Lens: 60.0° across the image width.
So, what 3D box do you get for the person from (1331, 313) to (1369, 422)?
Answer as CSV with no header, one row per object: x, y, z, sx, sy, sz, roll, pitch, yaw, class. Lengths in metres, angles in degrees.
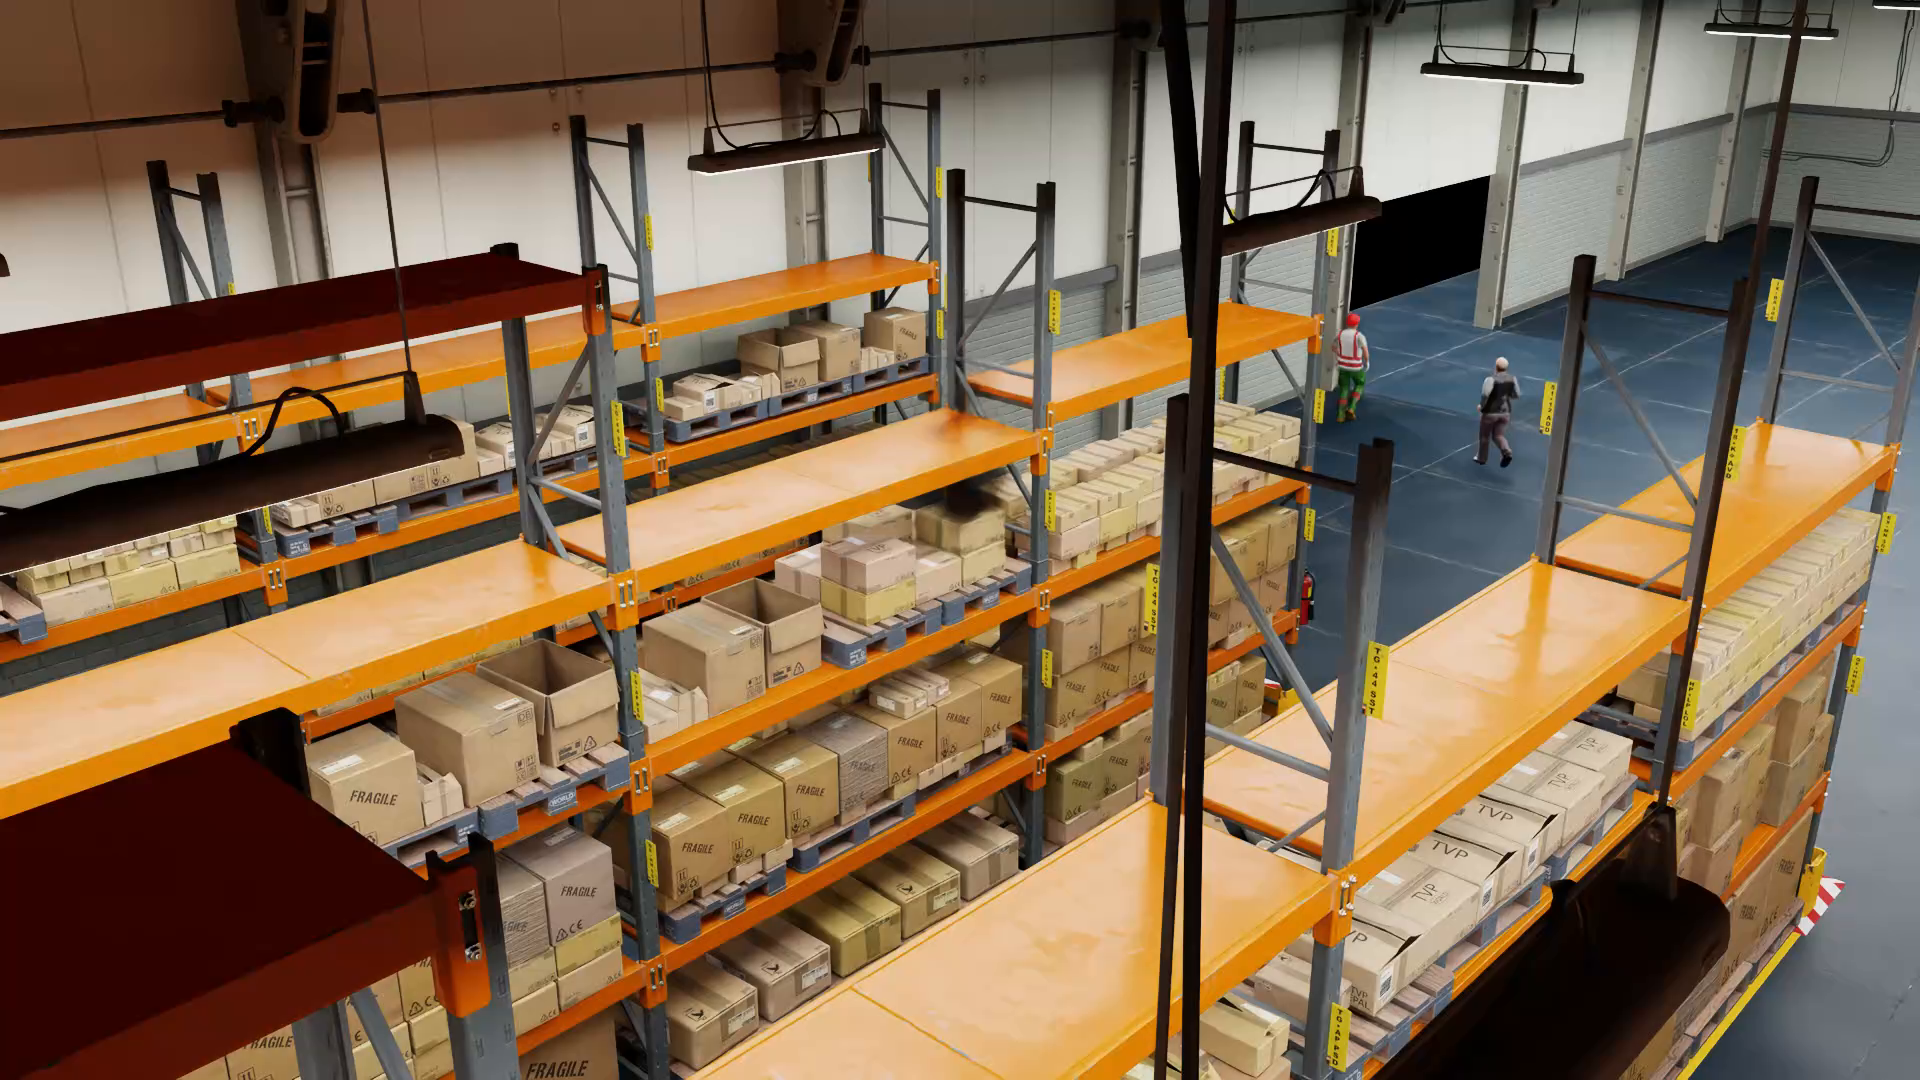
6.297,-2.766,26.742,0.692,1.795,0.616,14,25,32,person

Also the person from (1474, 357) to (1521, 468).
7.873,-1.845,24.430,0.661,1.707,0.927,-3,21,-6,person
